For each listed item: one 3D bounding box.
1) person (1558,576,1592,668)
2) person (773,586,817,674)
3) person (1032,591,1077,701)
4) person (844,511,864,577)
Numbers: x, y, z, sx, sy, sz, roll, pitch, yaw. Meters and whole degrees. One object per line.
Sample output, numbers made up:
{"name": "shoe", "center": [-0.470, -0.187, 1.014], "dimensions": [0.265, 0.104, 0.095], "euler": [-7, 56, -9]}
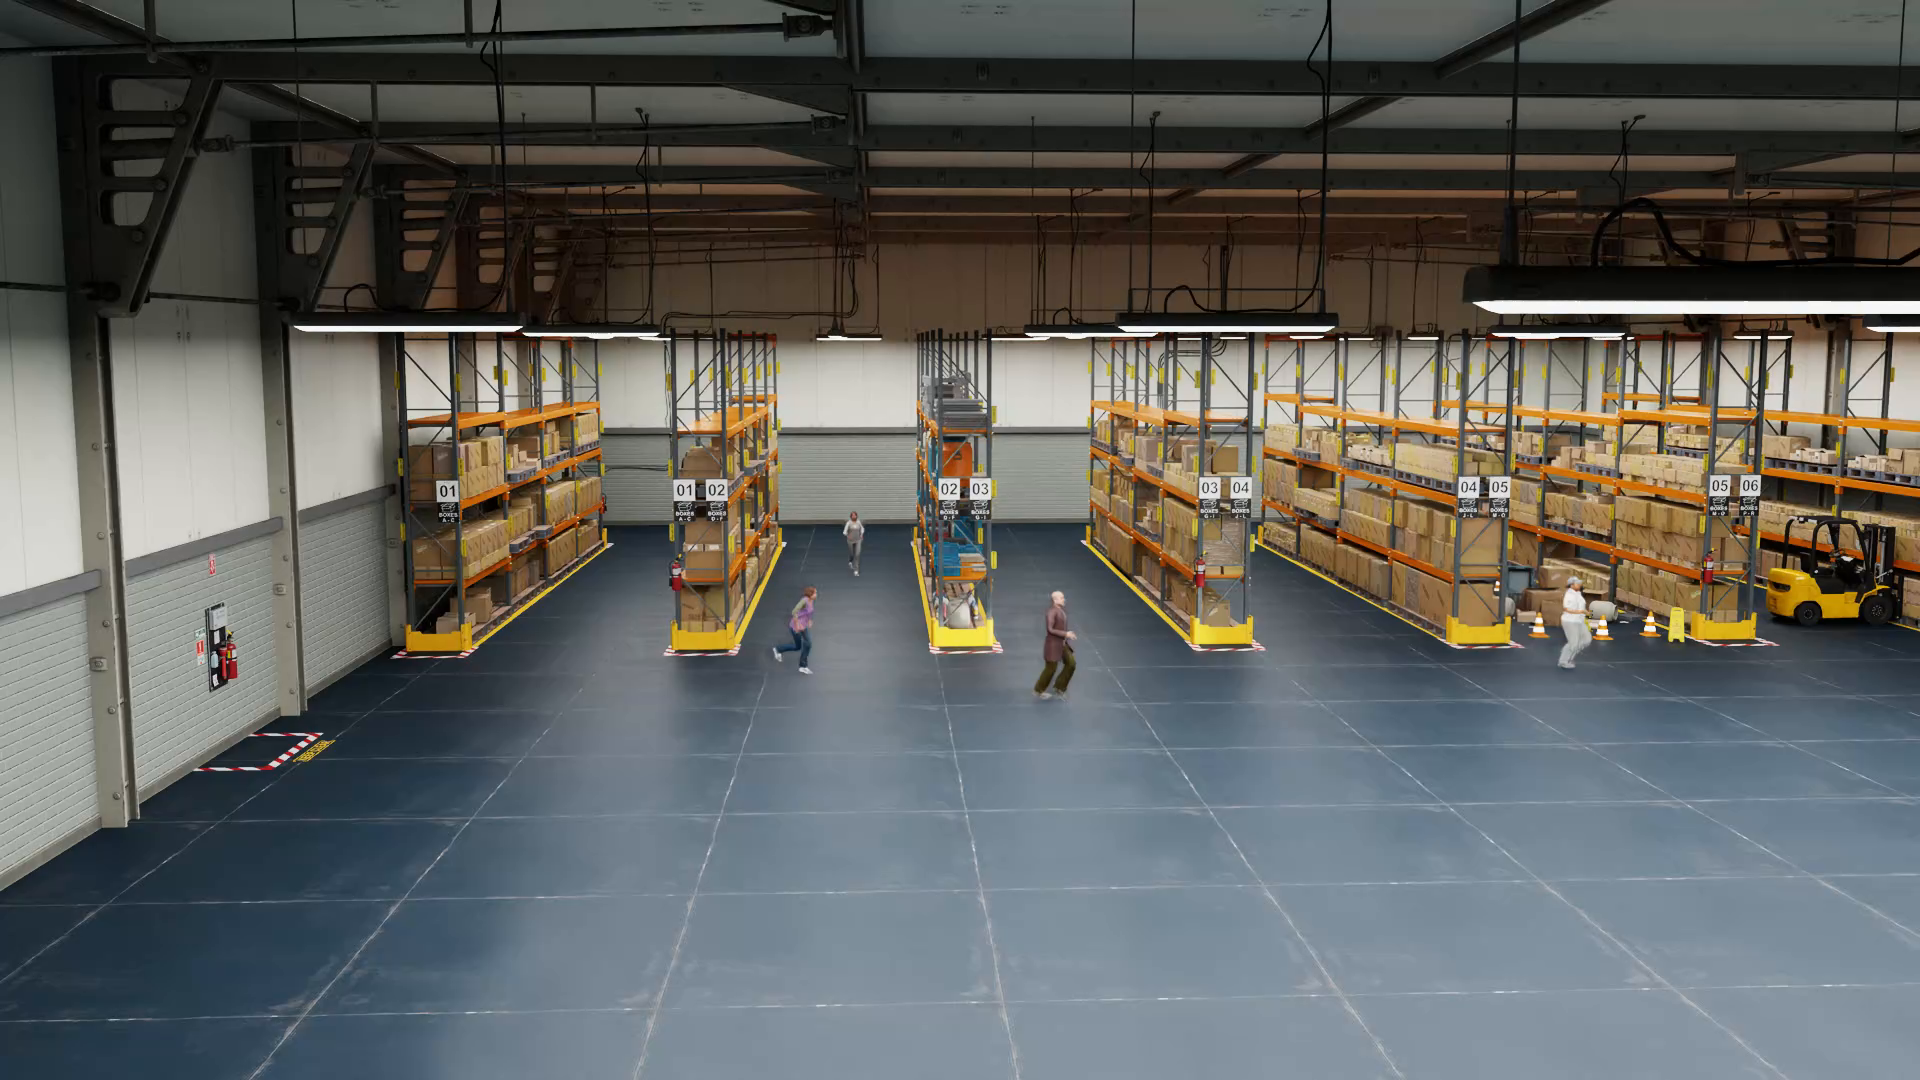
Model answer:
{"name": "person", "center": [10.881, 1.459, 29.319], "dimensions": [0.576, 1.638, 0.591], "euler": [6, 9, 42]}
{"name": "person", "center": [-2.880, 1.563, 29.109], "dimensions": [0.818, 1.547, 0.539], "euler": [1, 7, 12]}
{"name": "person", "center": [1.540, 1.722, 26.705], "dimensions": [0.772, 1.825, 0.679], "euler": [3, 7, 26]}
{"name": "person", "center": [-2.632, 0.075, 41.378], "dimensions": [0.538, 1.593, 0.812], "euler": [-1, 7, -12]}
